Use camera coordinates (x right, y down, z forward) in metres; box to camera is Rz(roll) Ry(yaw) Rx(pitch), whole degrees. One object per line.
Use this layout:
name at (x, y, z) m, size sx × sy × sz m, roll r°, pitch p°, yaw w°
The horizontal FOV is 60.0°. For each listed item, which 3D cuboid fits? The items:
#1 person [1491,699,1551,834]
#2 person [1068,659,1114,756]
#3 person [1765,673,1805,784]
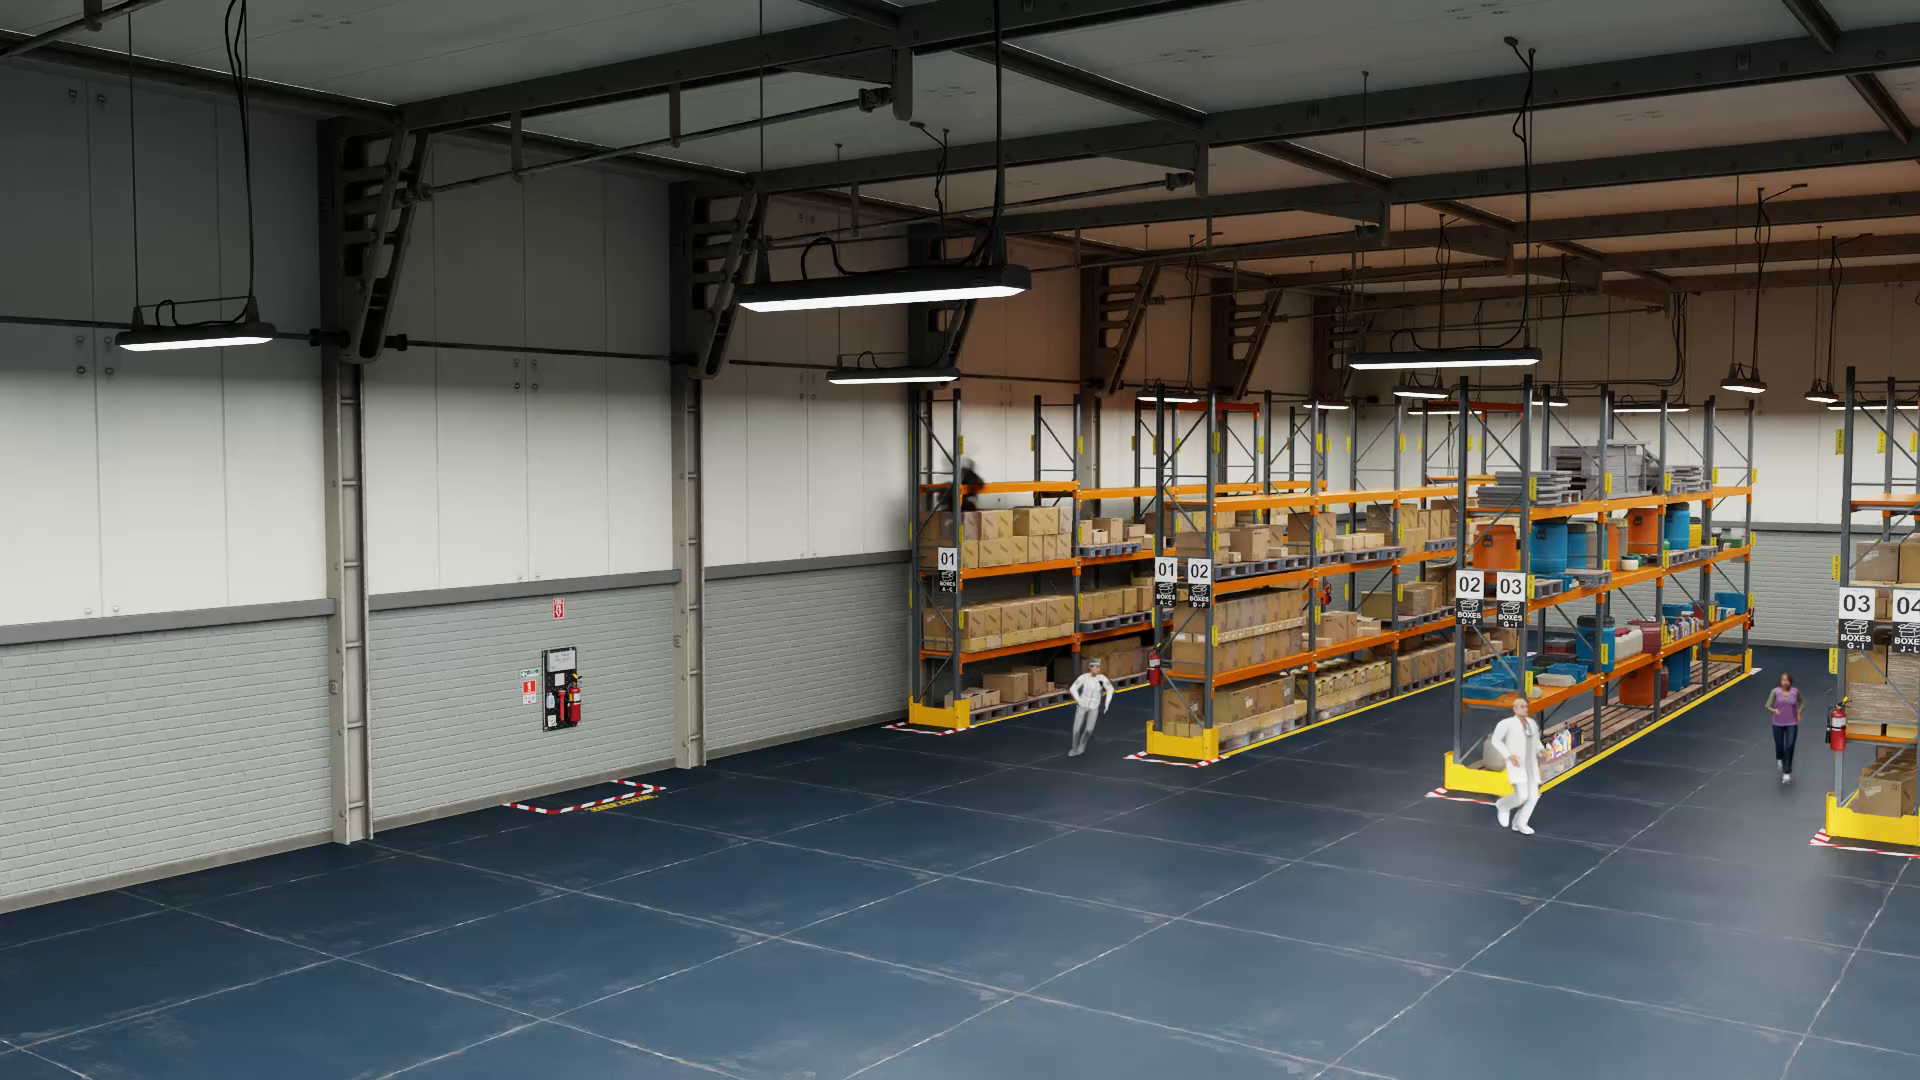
person at (7.242, 2.910, 21.449) m, size 0.708 × 1.726 × 0.660 m, roll -1°, pitch 3°, yaw -20°
person at (2.103, 2.691, 26.718) m, size 0.734 × 1.599 × 0.582 m, roll 0°, pitch 3°, yaw 3°
person at (12.336, 2.778, 24.878) m, size 0.538 × 1.605 × 0.877 m, roll 2°, pitch 4°, yaw 25°
